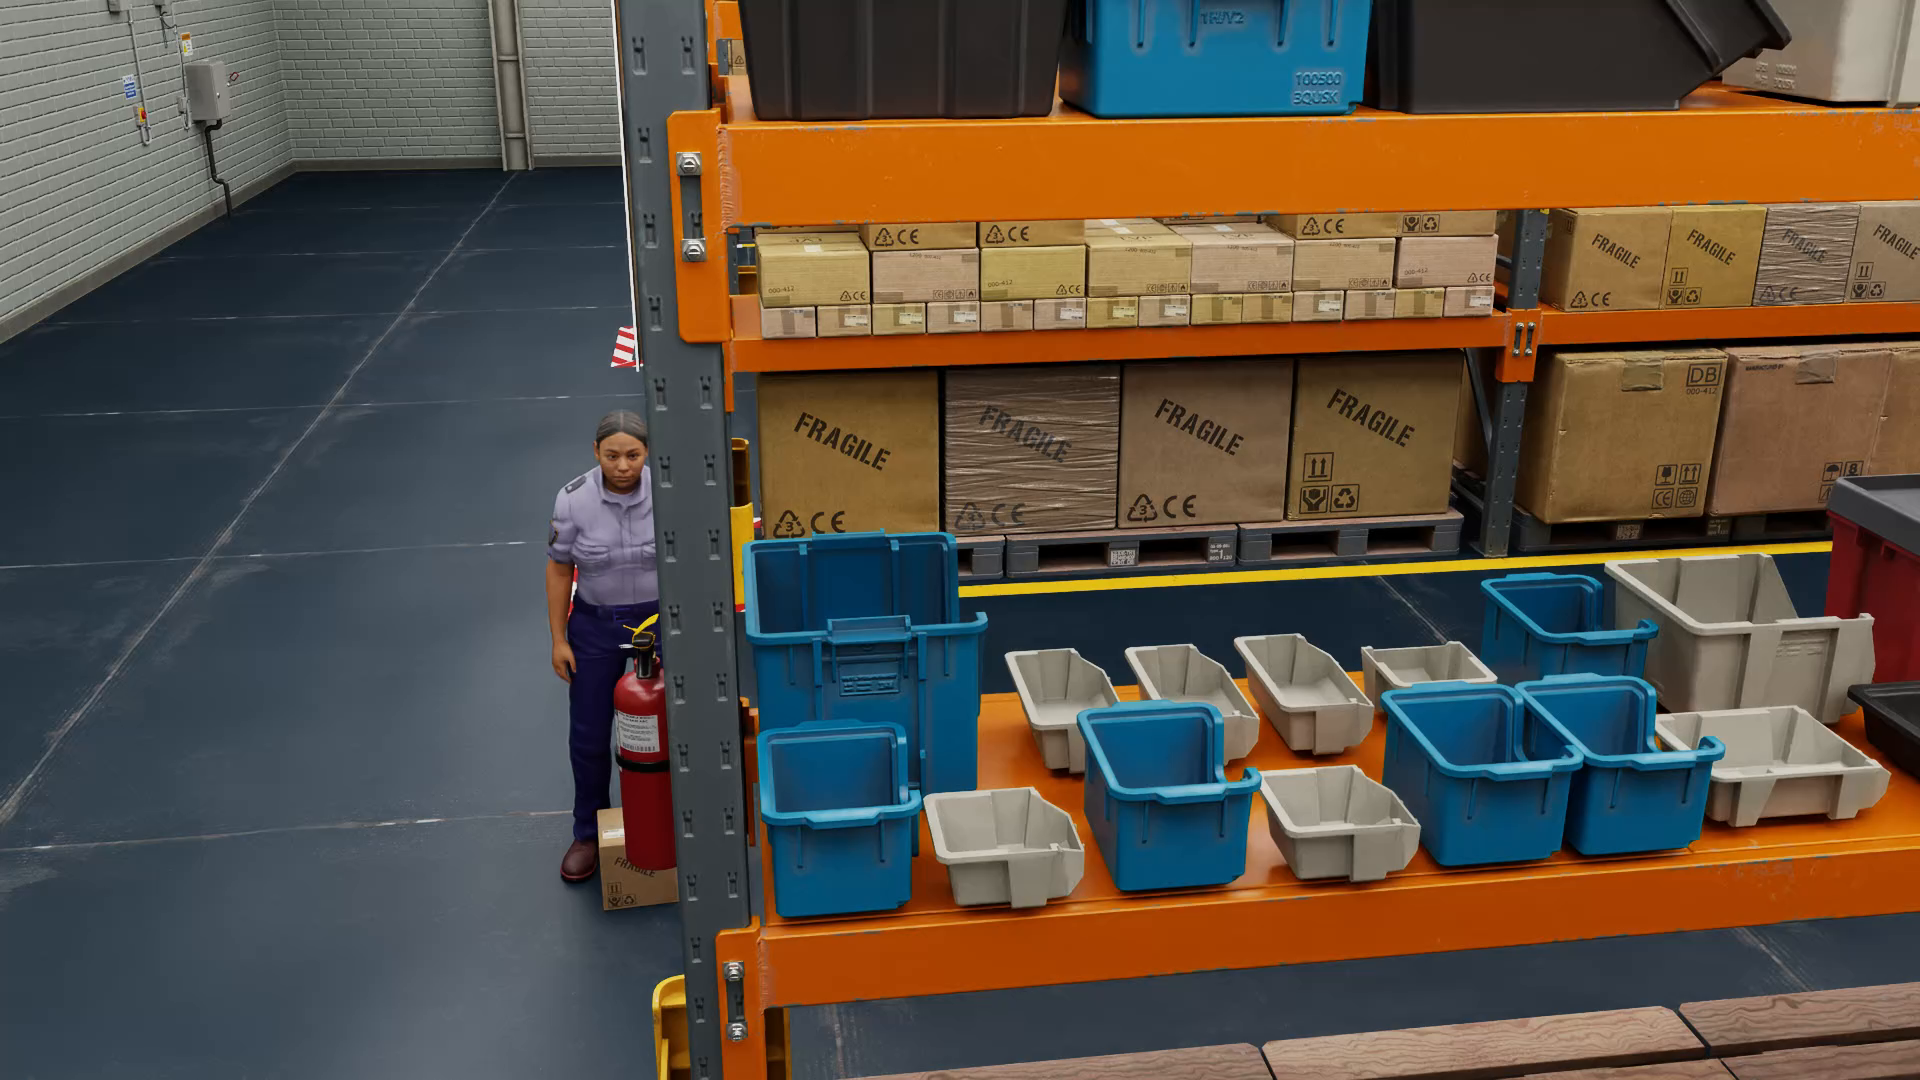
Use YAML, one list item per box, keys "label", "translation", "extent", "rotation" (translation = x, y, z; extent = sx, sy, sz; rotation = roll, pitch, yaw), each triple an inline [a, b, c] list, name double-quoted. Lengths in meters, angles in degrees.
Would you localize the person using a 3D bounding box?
- label: "person"
  translation: [-1.136, 0.340, 5.658]
  extent: [0.564, 1.652, 0.369]
  rotation: [-4, 21, -11]
